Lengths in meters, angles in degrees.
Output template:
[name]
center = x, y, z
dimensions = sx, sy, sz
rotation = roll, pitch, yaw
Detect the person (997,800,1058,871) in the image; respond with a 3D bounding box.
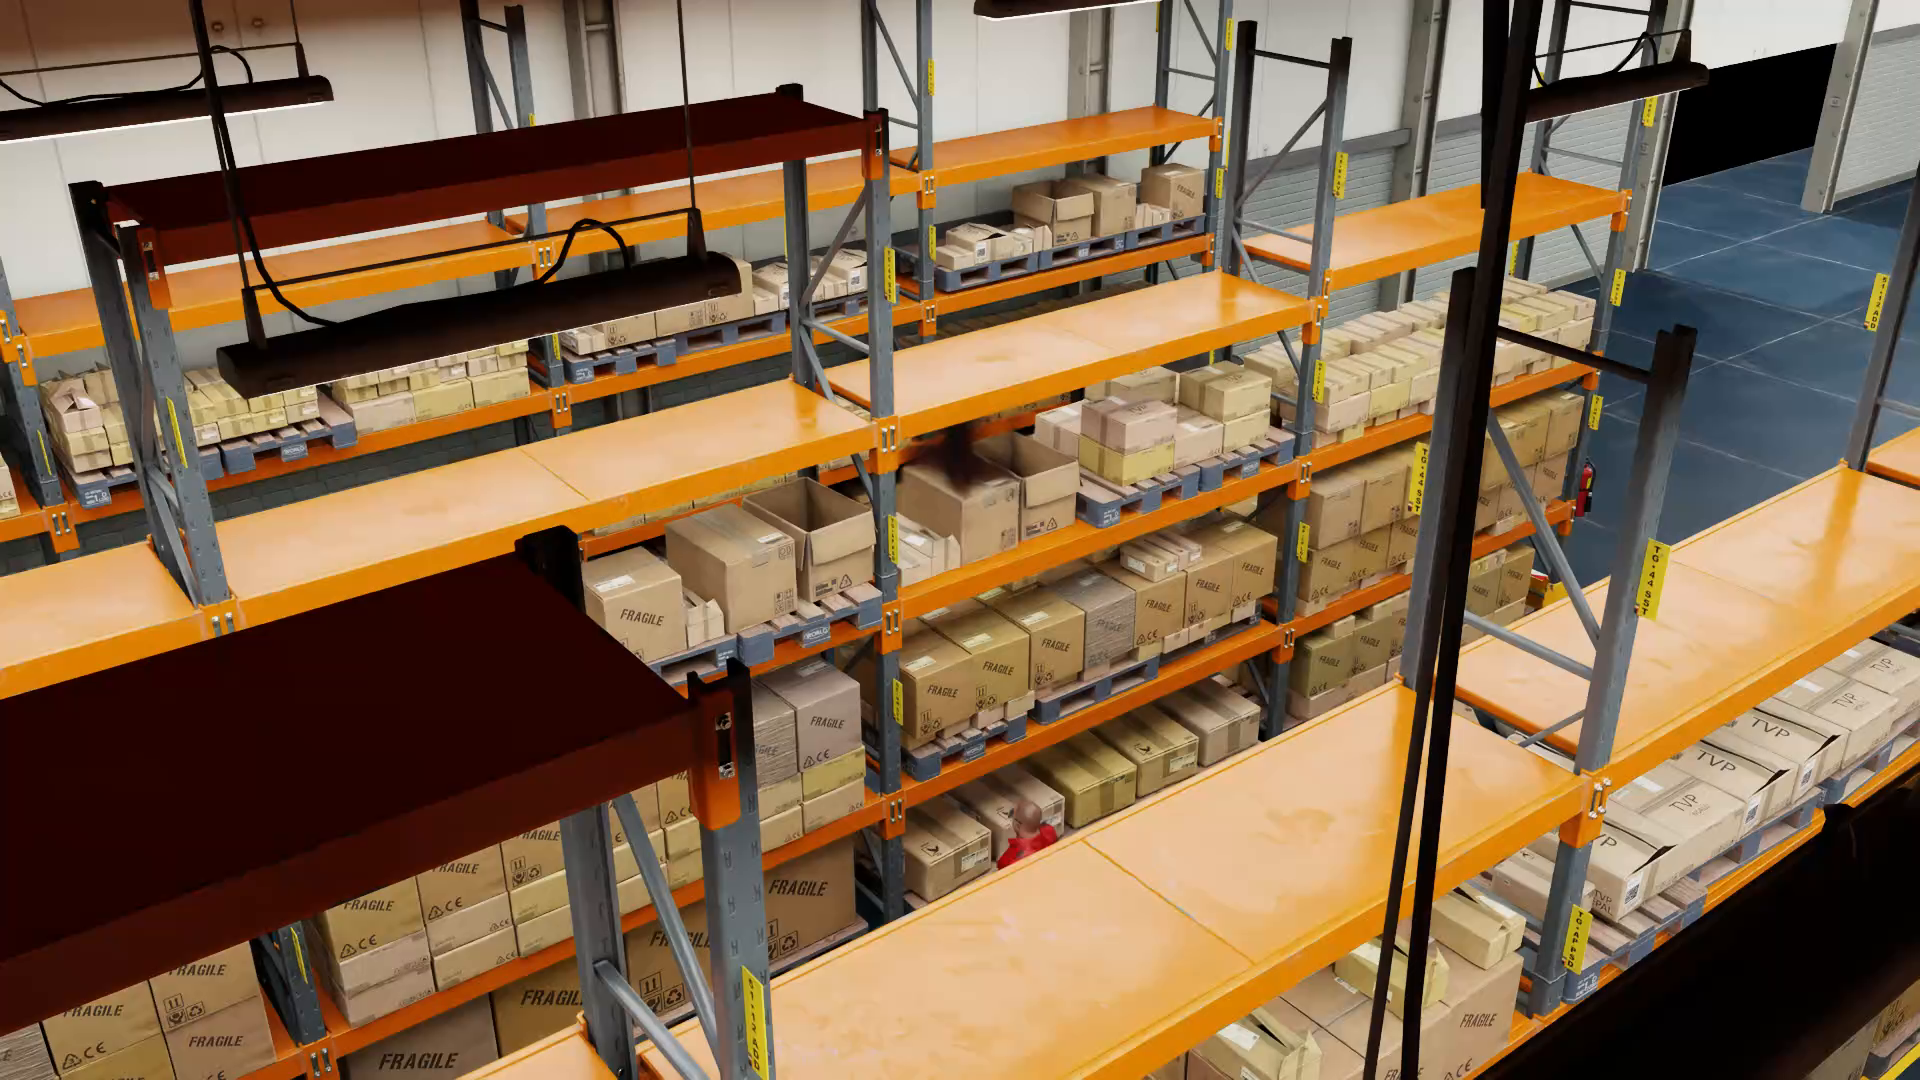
[person]
center = 0.396, 2.368, 10.612
dimensions = 0.407, 1.726, 0.598
rotation = 12, 28, 22
